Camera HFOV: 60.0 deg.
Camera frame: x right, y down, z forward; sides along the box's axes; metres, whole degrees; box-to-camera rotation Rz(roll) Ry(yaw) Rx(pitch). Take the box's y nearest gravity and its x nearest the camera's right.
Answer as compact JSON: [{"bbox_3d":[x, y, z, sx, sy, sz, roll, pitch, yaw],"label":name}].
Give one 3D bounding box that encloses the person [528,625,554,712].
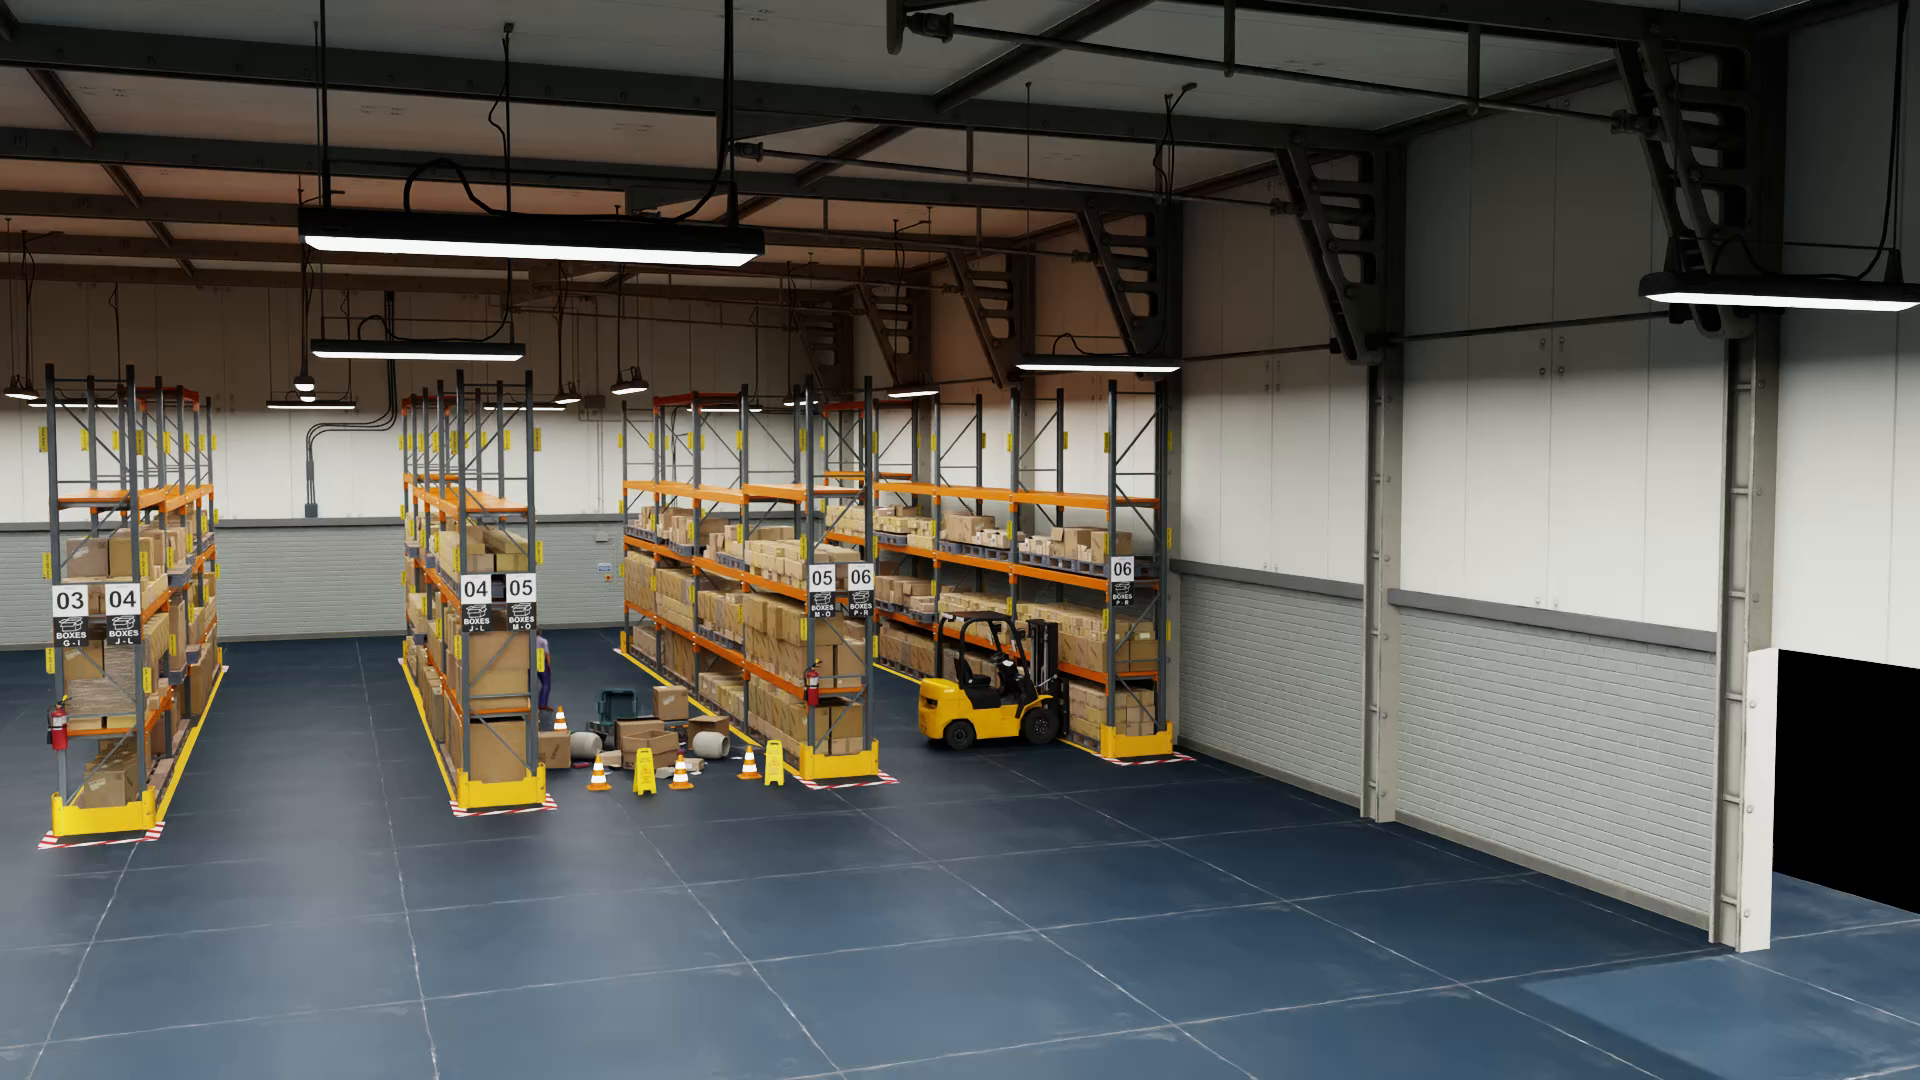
[{"bbox_3d":[-7.791,2.392,30.821,0.583,1.605,0.908,0,3,-4],"label":"person"}]
